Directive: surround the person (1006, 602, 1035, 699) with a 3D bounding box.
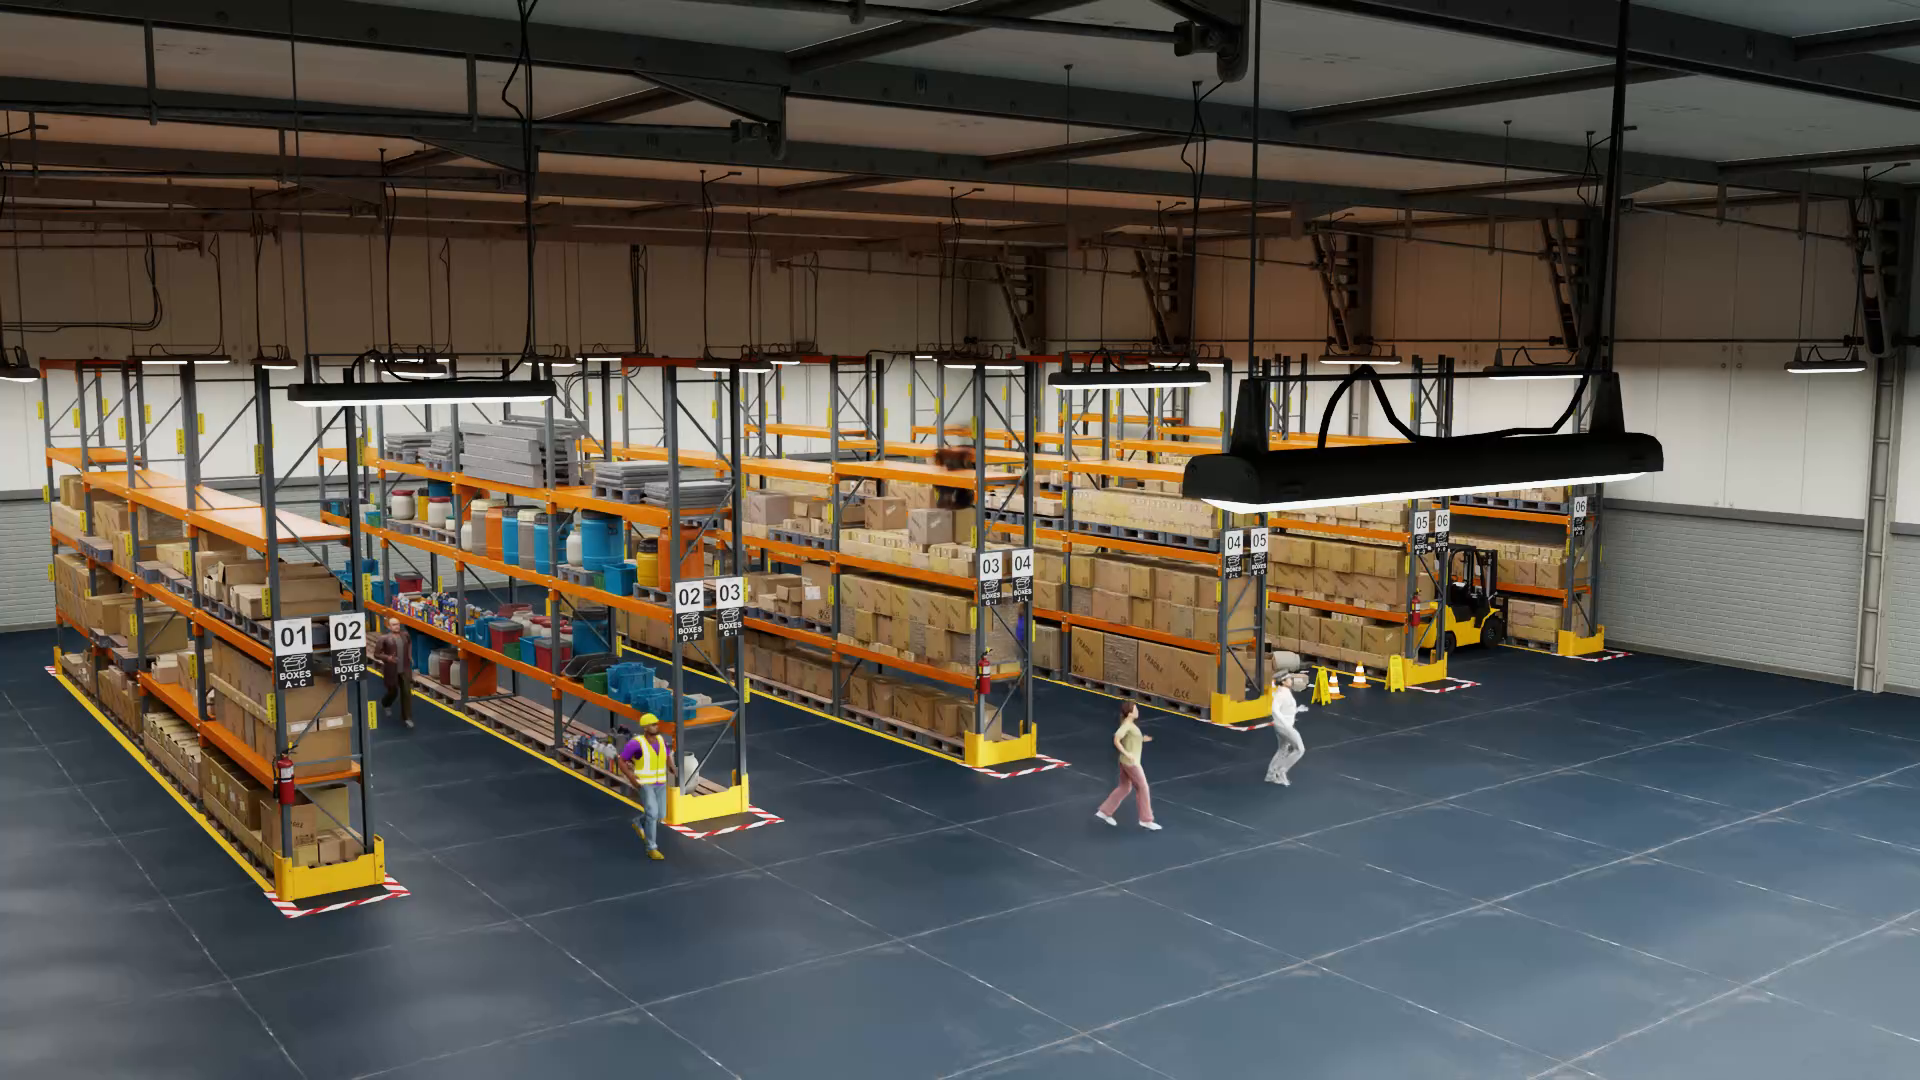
[{"bbox_3d":[1.051,1.935,29.663,0.580,1.667,0.913,-5,9,-38],"label":"person"}]

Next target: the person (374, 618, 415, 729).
[{"bbox_3d":[-9.267,2.161,27.349,0.712,1.776,1.037,-6,9,-40],"label":"person"}]

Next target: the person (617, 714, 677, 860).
[{"bbox_3d":[-3.834,3.015,20.636,0.870,1.723,0.743,6,9,42],"label":"person"}]

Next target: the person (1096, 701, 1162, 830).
[{"bbox_3d":[2.190,2.906,21.476,0.850,1.688,0.571,0,7,-4],"label":"person"}]

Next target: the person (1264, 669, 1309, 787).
[{"bbox_3d":[4.663,2.665,23.650,0.616,1.692,0.596,0,7,1],"label":"person"}]
